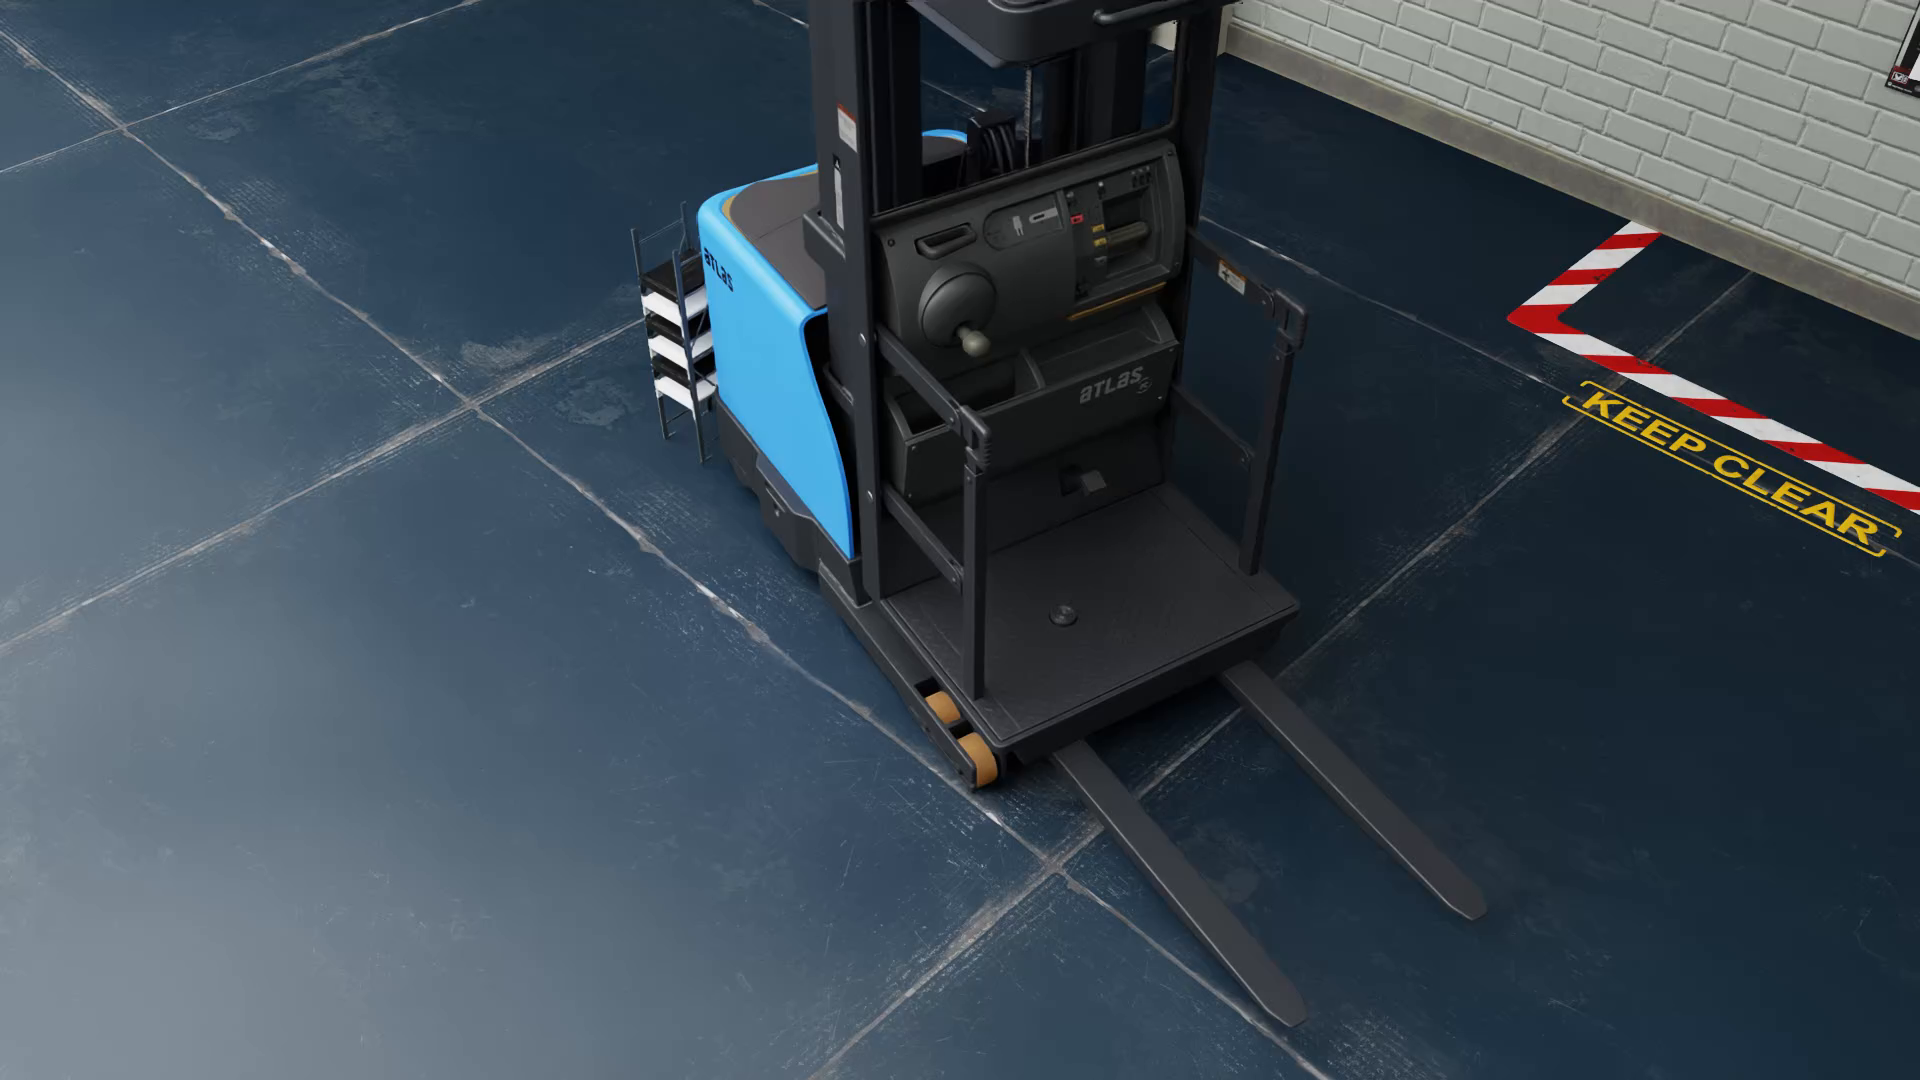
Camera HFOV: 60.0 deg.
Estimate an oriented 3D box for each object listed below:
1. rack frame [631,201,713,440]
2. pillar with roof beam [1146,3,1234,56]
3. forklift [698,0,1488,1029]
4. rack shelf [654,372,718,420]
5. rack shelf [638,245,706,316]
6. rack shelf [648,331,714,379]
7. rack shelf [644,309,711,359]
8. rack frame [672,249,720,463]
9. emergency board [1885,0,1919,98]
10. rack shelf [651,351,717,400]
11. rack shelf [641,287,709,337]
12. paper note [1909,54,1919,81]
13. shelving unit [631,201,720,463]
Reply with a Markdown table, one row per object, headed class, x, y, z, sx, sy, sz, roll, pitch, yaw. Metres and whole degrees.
| class | x | y | z | sx | sy | sz | roll | pitch | yaw |
| --- | --- | --- | --- | --- | --- | --- | --- | --- | --- |
| rack frame | -1.016 | -0.764 | 5.914 | 0.006 | 0.900 | 0.240 | 31 | 51 | 29 |
| pillar with roof beam | -1.929 | -3.755 | 3.183 | 9.100 | 9.000 | 0.400 | -34 | 53 | -31 |
| forklift | 0.325 | -0.701 | 4.349 | 1.130 | 2.935 | 3.031 | -22 | 47 | -22 |
| rack shelf | -0.939 | -0.562 | 6.010 | 0.200 | 0.077 | 0.258 | 31 | 51 | 29 |
| rack shelf | -0.939 | -0.893 | 5.704 | 0.200 | 0.077 | 0.258 | 31 | 51 | 29 |
| rack shelf | -0.939 | -0.695 | 5.888 | 0.200 | 0.077 | 0.258 | 31 | 51 | 29 |
| rack shelf | -0.939 | -0.761 | 5.827 | 0.200 | 0.077 | 0.258 | 31 | 51 | 29 |
| rack frame | -0.862 | -0.674 | 5.816 | 0.006 | 0.900 | 0.240 | 31 | 51 | 29 |
| emergency board | 3.644 | -1.951 | 5.651 | 0.157 | 1.169 | 0.626 | -34 | 53 | -31 |
| rack shelf | -0.939 | -0.628 | 5.949 | 0.200 | 0.077 | 0.258 | 31 | 51 | 29 |
| rack shelf | -0.939 | -0.827 | 5.765 | 0.200 | 0.077 | 0.258 | 31 | 51 | 29 |
| paper note | 3.562 | -1.732 | 6.064 | 0.016 | 0.148 | 0.142 | -34 | 53 | -31 |
| shelving unit | -0.939 | -0.719 | 5.865 | 0.210 | 0.900 | 0.258 | 31 | 51 | 29 |
